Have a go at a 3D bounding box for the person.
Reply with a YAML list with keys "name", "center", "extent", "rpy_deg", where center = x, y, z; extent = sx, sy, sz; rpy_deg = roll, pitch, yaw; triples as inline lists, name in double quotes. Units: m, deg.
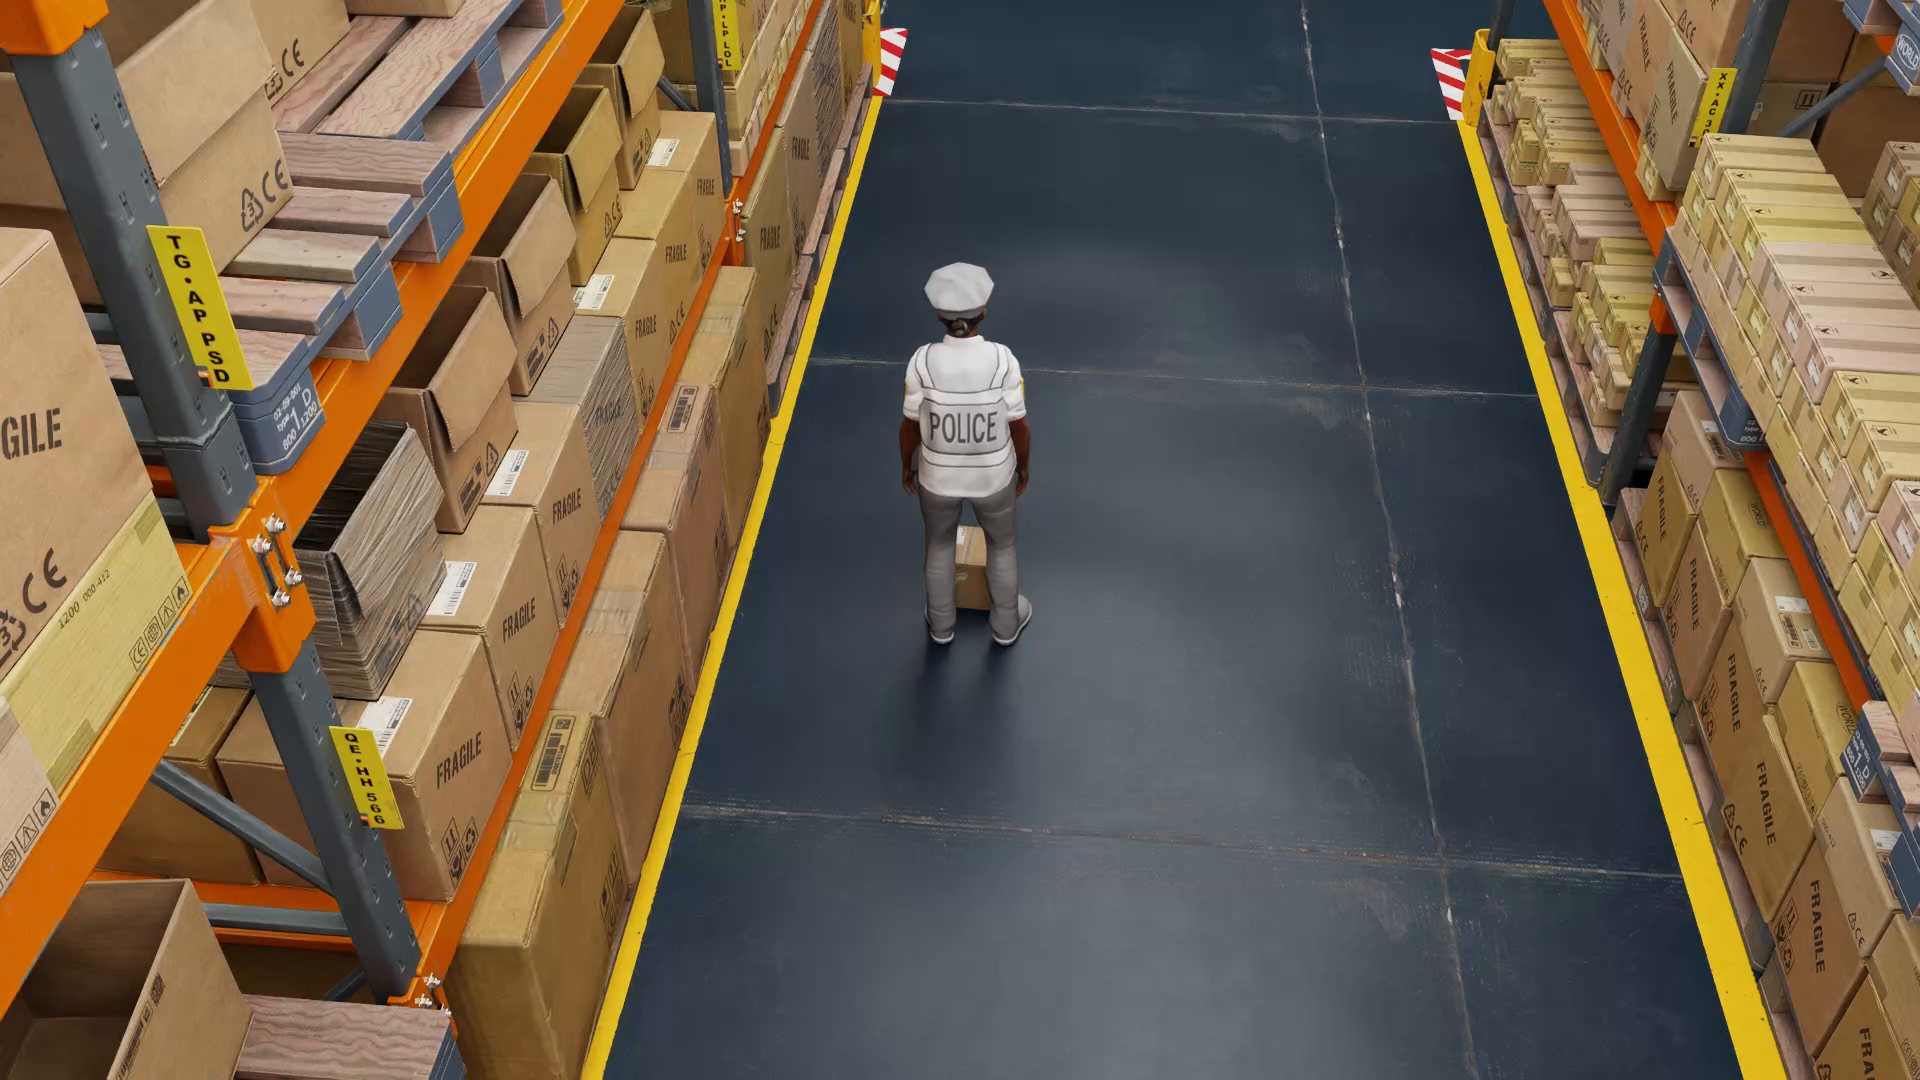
- name: "person"
  center: [0.034, -0.269, 6.470]
  extent: [0.532, 1.664, 0.391]
  rpy_deg: [2, 40, 2]
